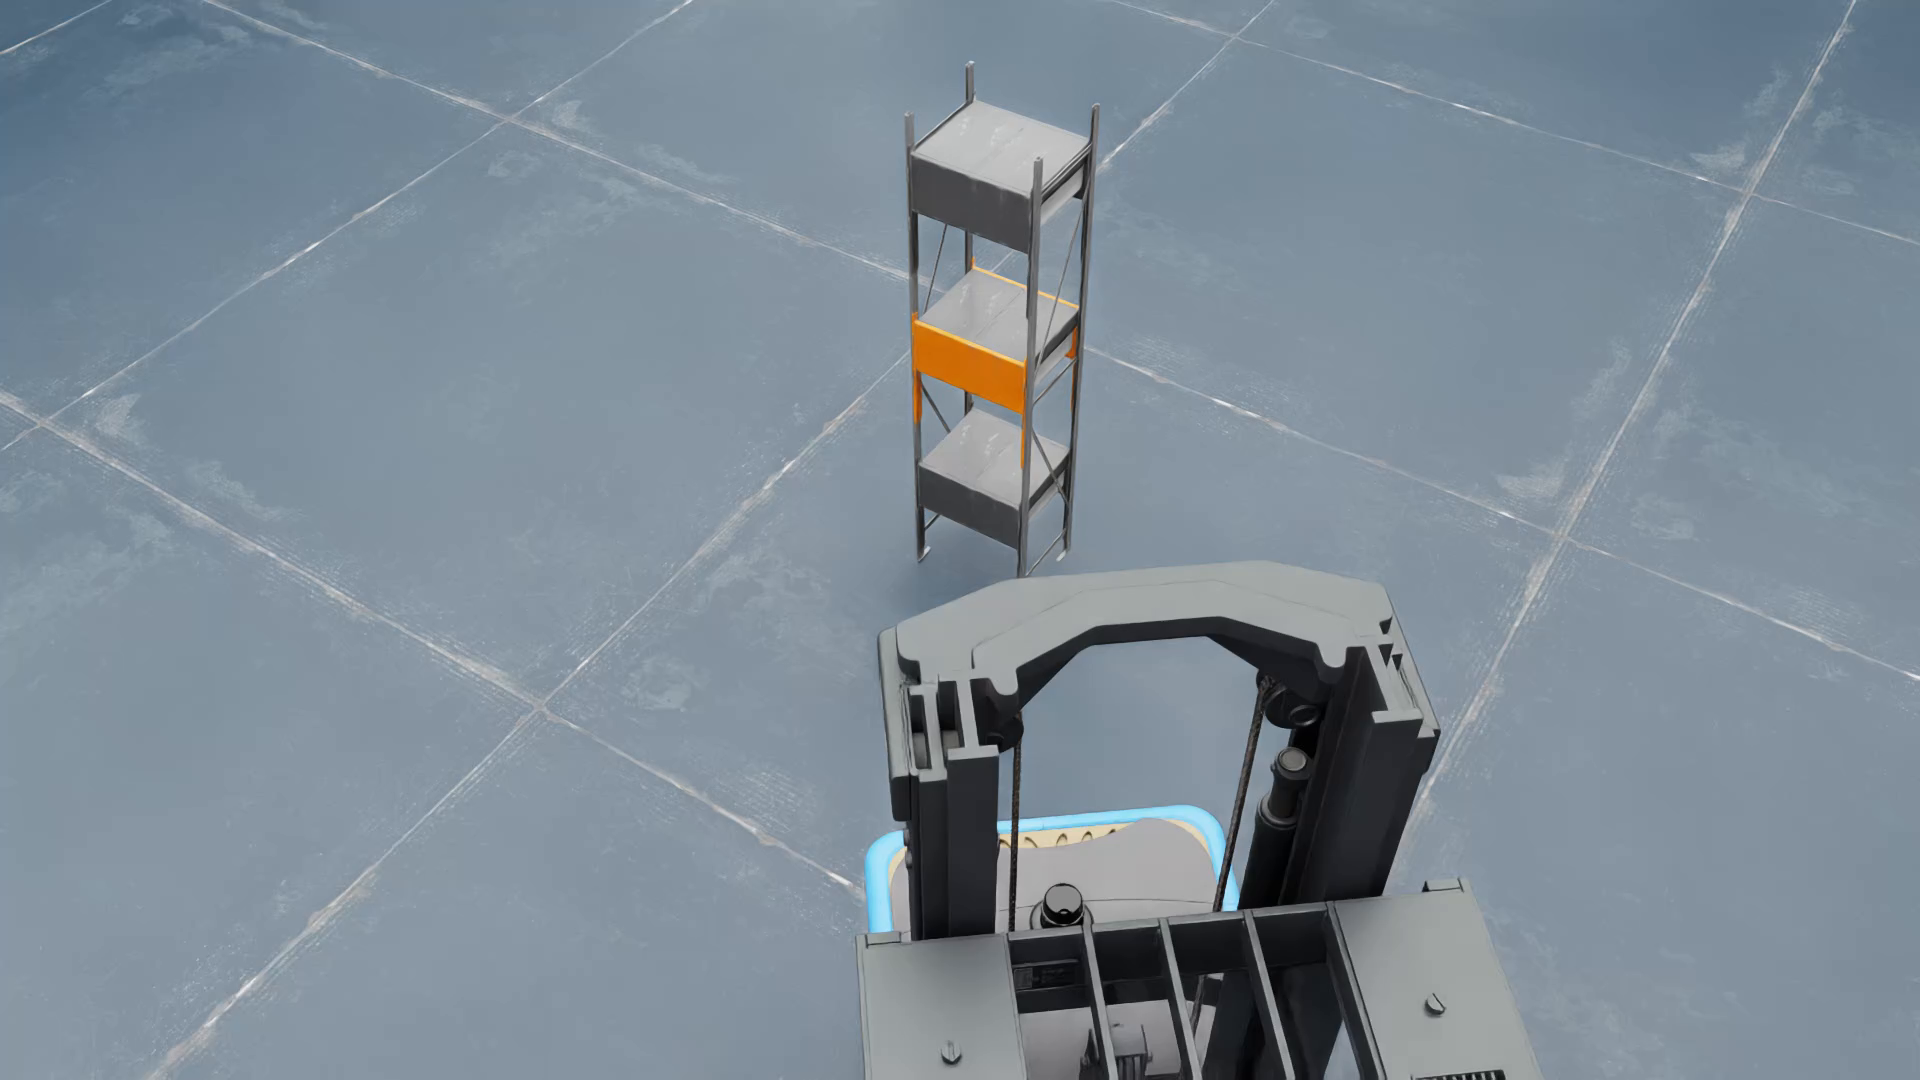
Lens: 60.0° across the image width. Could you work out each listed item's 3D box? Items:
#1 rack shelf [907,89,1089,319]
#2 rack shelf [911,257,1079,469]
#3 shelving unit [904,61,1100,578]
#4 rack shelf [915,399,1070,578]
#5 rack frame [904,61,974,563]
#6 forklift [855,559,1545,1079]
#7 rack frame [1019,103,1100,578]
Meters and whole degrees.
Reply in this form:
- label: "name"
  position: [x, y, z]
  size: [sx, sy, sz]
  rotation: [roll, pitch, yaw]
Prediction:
- label: "rack shelf"
  position: [0.139, -1.146, 5.664]
  size: [0.480, 0.518, 0.431]
  rotation: [25, 51, 22]
- label: "rack shelf"
  position: [0.139, -0.658, 6.166]
  size: [0.480, 0.518, 0.431]
  rotation: [25, 51, 22]
- label: "shelving unit"
  position: [0.139, -0.668, 6.157]
  size: [0.503, 2.100, 0.431]
  rotation: [25, 51, 22]
- label: "rack shelf"
  position: [0.139, -0.170, 6.668]
  size: [0.480, 0.518, 0.431]
  rotation: [25, 51, 22]
- label: "rack frame"
  position: [-0.066, -0.762, 6.248]
  size: [0.015, 2.100, 0.400]
  rotation: [25, 51, 22]
- label: "forklift"
  position: [0.391, 1.567, 3.405]
  size: [1.130, 2.935, 3.031]
  rotation: [-4, 46, -4]
- label: "rack frame"
  position: [0.345, -0.573, 6.065]
  size: [0.015, 2.100, 0.400]
  rotation: [25, 51, 22]
